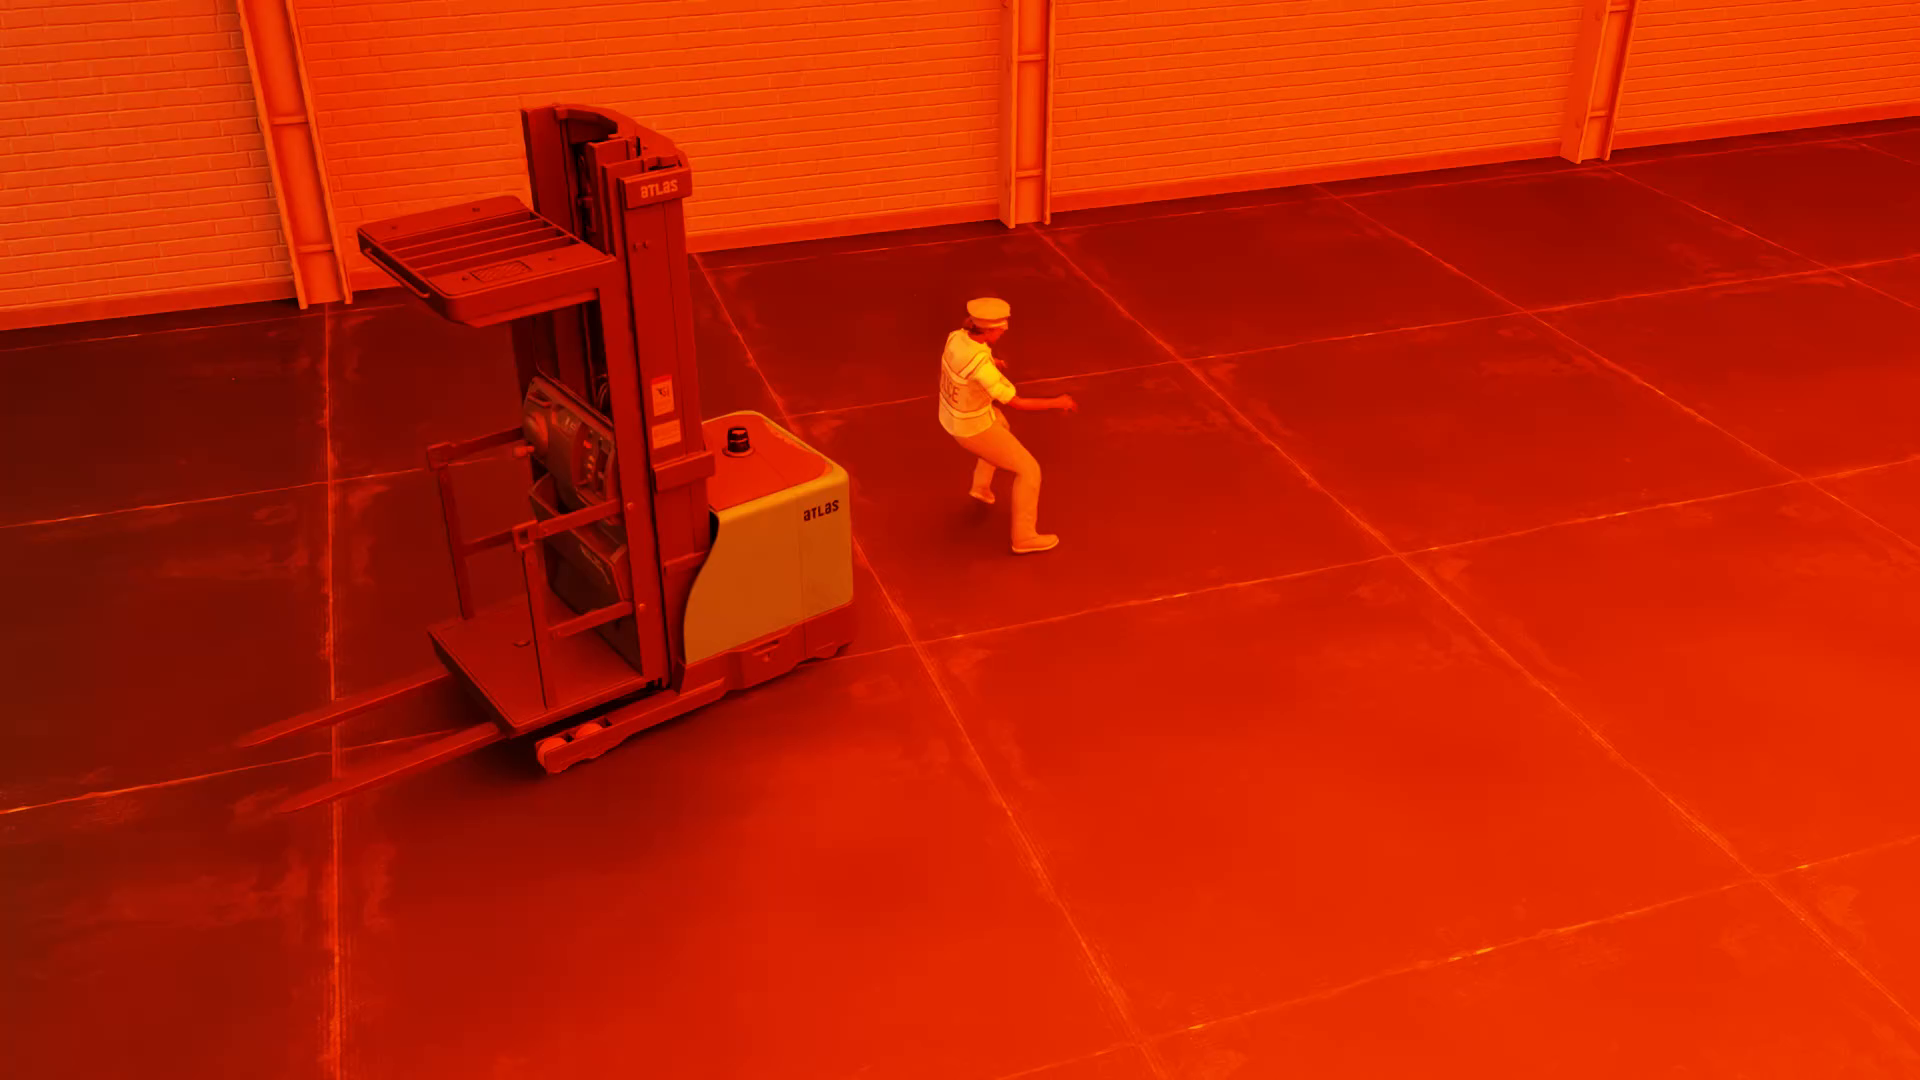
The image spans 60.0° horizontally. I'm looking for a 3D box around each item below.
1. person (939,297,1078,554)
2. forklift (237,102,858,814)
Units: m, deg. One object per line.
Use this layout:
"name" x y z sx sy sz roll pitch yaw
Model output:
"person" 0.256 -0.748 9.837 0.715 1.481 0.850 -12 32 -20
"forklift" -2.035 -0.440 7.852 3.031 2.935 1.130 -21 36 -32
